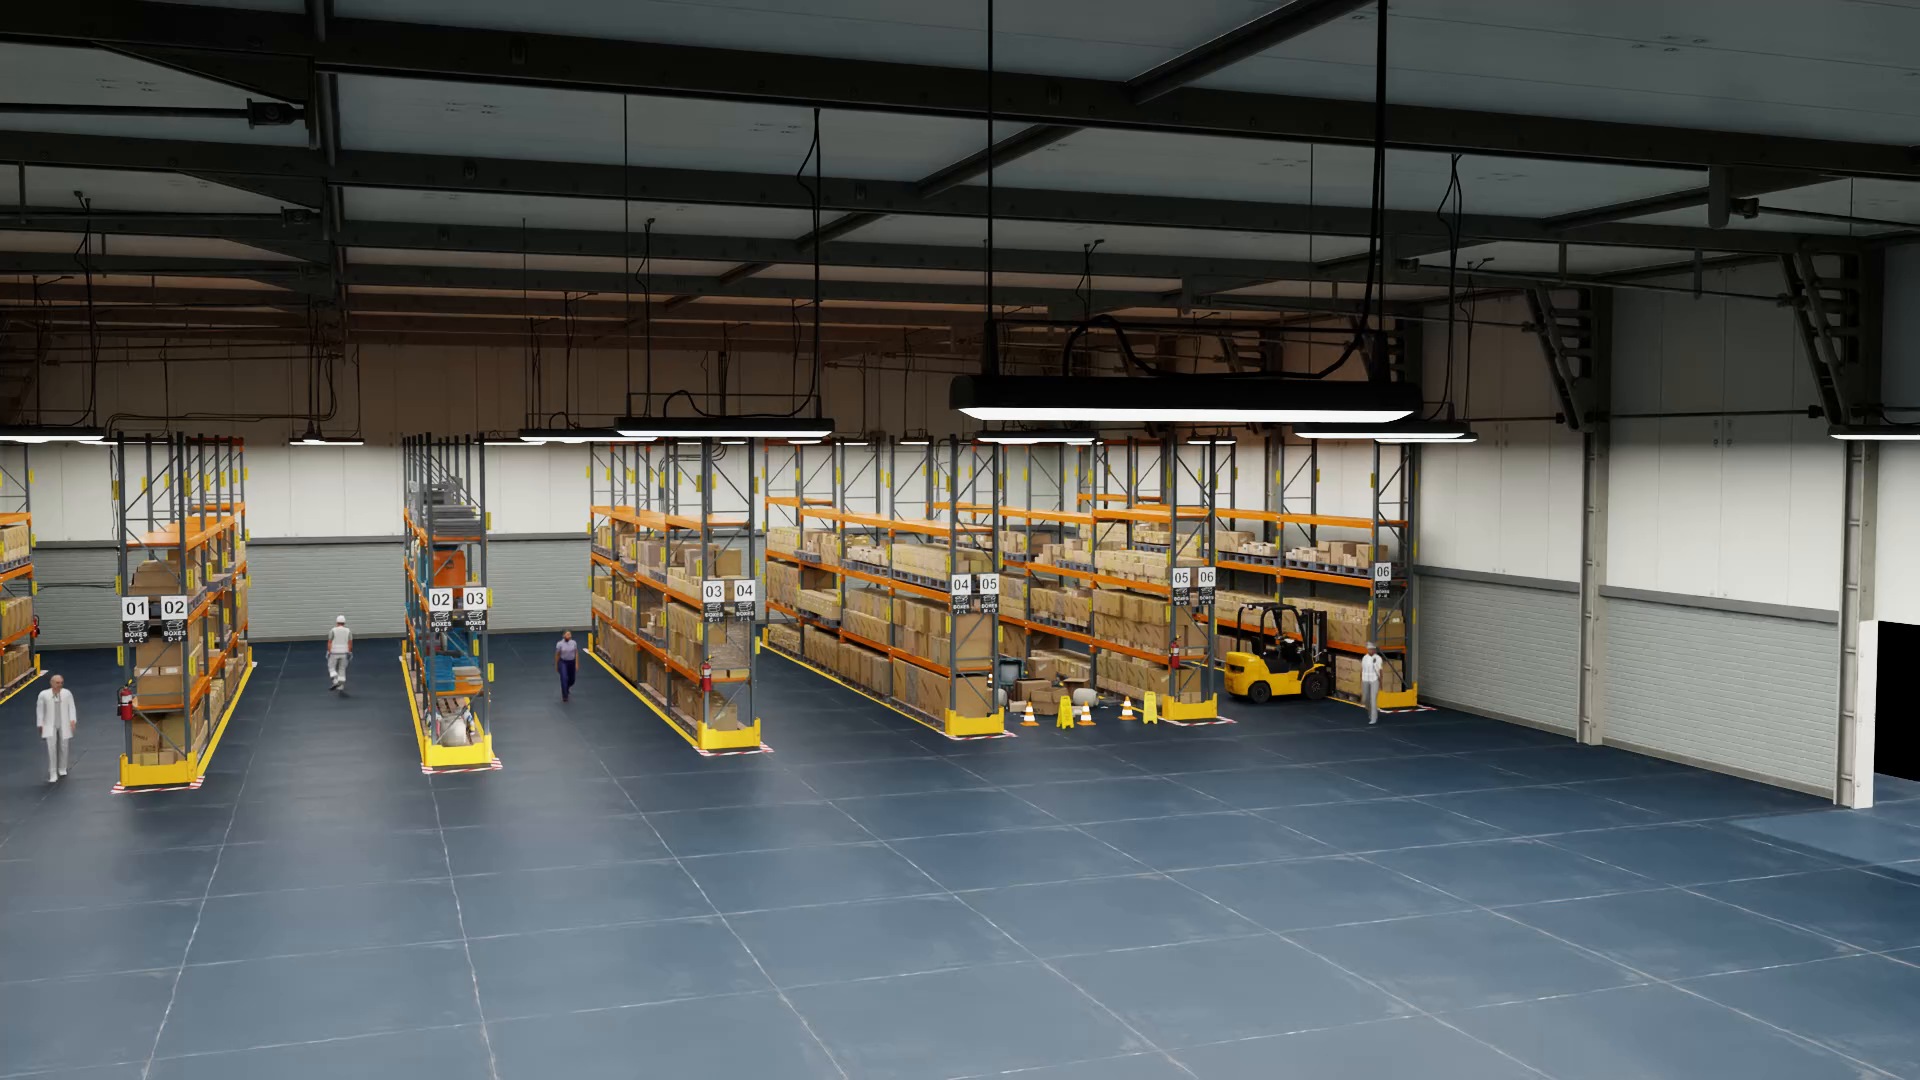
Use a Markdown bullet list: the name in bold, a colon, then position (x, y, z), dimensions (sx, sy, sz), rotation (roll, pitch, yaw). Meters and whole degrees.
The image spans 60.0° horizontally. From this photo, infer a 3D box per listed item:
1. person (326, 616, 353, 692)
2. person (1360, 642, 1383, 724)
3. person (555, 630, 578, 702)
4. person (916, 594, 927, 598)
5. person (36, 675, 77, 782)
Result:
- **person**: position (-14.502, 2.668, 38.879), dimensions (0.593, 1.784, 0.485), rotation (-2, 4, -28)
- **person**: position (8.611, 2.956, 34.711), dimensions (0.439, 1.675, 0.701), rotation (3, 4, 39)
- **person**: position (-8.958, 2.824, 37.827), dimensions (0.498, 1.590, 0.972), rotation (-2, 4, -37)
- **person**: position (-1.053, 2.089, 46.573), dimensions (0.589, 1.730, 0.609), rotation (-3, 4, -40)
- **person**: position (-15.637, 3.258, 28.846), dimensions (0.595, 1.794, 0.774), rotation (-3, 4, -40)
